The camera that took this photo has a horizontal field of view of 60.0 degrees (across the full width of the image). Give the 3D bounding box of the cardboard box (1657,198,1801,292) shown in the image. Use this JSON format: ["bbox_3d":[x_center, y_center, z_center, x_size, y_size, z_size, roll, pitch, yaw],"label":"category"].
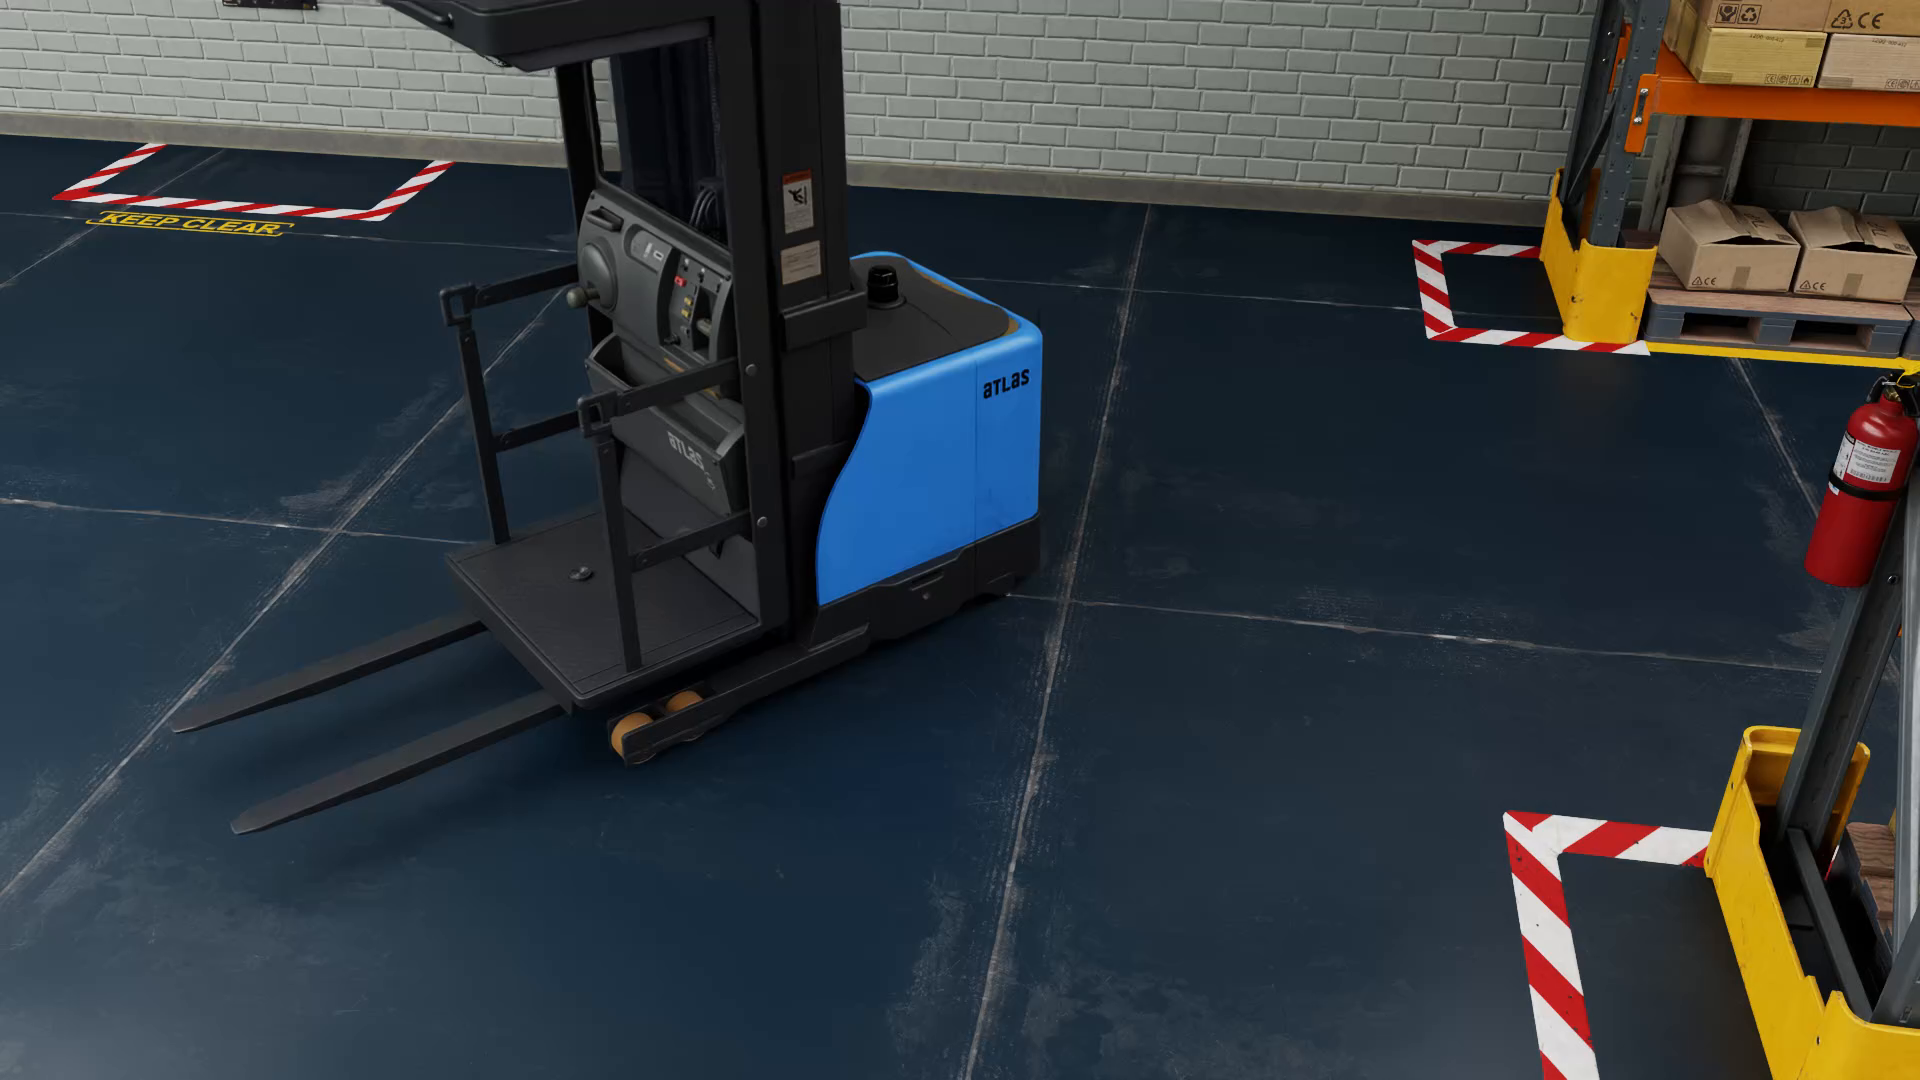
[{"bbox_3d":[3.905,-1.508,8.452,0.500,0.311,0.500,2,32,3],"label":"cardboard box"}]

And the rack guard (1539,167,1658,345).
[{"bbox_3d":[3.313,-1.504,8.682,0.348,0.500,1.175,5,32,8],"label":"rack guard"}]

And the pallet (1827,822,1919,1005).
[{"bbox_3d":[3.169,1.249,4.556,1.213,0.211,1.003,5,32,8],"label":"pallet"}]

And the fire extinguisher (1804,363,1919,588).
[{"bbox_3d":[2.370,-0.200,4.315,0.183,0.674,0.296,5,32,8],"label":"fire extinguisher"}]

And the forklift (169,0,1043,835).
[{"bbox_3d":[-1.161,-0.813,5.287,3.031,2.935,1.130,-23,38,-31],"label":"forklift"}]

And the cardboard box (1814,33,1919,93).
[{"bbox_3d":[4.180,-2.267,7.667,0.500,0.250,0.500,4,32,7],"label":"cardboard box"}]

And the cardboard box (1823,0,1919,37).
[{"bbox_3d":[4.143,-2.584,7.467,0.500,0.500,0.500,5,32,8],"label":"cardboard box"}]

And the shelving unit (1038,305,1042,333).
[{"bbox_3d":[0.209,-0.477,6.663,0.210,0.900,0.258,0,32,1],"label":"shelving unit"}]

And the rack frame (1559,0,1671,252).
[{"bbox_3d":[3.238,-2.570,8.029,0.127,3.000,1.000,5,32,8],"label":"rack frame"}]

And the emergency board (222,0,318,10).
[{"bbox_3d":[-4.271,-3.737,9.892,0.643,1.169,0.194,5,32,8],"label":"emergency board"}]

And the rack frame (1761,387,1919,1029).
[{"bbox_3d":[2.408,0.021,3.890,0.127,3.000,1.000,5,32,8],"label":"rack frame"}]

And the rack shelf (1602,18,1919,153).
[{"bbox_3d":[5.209,-2.087,7.935,4.000,0.370,1.077,5,32,8],"label":"rack shelf"}]

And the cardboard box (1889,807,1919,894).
[{"bbox_3d":[2.986,0.901,4.678,0.500,0.250,0.500,5,32,8],"label":"cardboard box"}]

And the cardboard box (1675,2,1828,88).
[{"bbox_3d":[3.665,-2.306,7.729,0.500,0.250,0.500,4,32,7],"label":"cardboard box"}]

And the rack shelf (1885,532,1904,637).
[{"bbox_3d":[4.380,0.504,3.795,4.000,0.370,1.077,5,32,8],"label":"rack shelf"}]

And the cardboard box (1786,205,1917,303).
[{"bbox_3d":[4.467,-1.458,8.371,0.500,0.311,0.500,8,33,12],"label":"cardboard box"}]

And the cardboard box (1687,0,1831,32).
[{"bbox_3d":[3.658,-2.633,7.546,0.500,0.500,0.500,5,32,8],"label":"cardboard box"}]

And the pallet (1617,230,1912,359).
[{"bbox_3d":[4.108,-1.291,8.613,1.213,0.211,1.003,5,32,8],"label":"pallet"}]

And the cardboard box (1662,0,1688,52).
[{"bbox_3d":[3.731,-2.575,8.159,0.500,0.250,0.500,6,32,9],"label":"cardboard box"}]

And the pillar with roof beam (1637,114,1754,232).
[{"bbox_3d":[3.349,-3.252,3.464,0.400,9.000,9.100,5,32,8],"label":"pillar with roof beam"}]

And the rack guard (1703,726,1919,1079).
[{"bbox_3d":[2.384,1.078,4.556,0.348,0.500,1.175,5,32,8],"label":"rack guard"}]

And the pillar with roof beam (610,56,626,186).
[{"bbox_3d":[-2.565,-3.787,4.319,0.400,9.000,9.100,5,32,8],"label":"pillar with roof beam"}]

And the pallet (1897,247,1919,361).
[{"bbox_3d":[5.307,-1.181,8.437,1.213,0.211,1.003,5,32,8],"label":"pallet"}]

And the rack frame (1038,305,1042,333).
[{"bbox_3d":[0.311,-0.476,6.662,0.006,0.900,0.240,0,32,1],"label":"rack frame"}]
